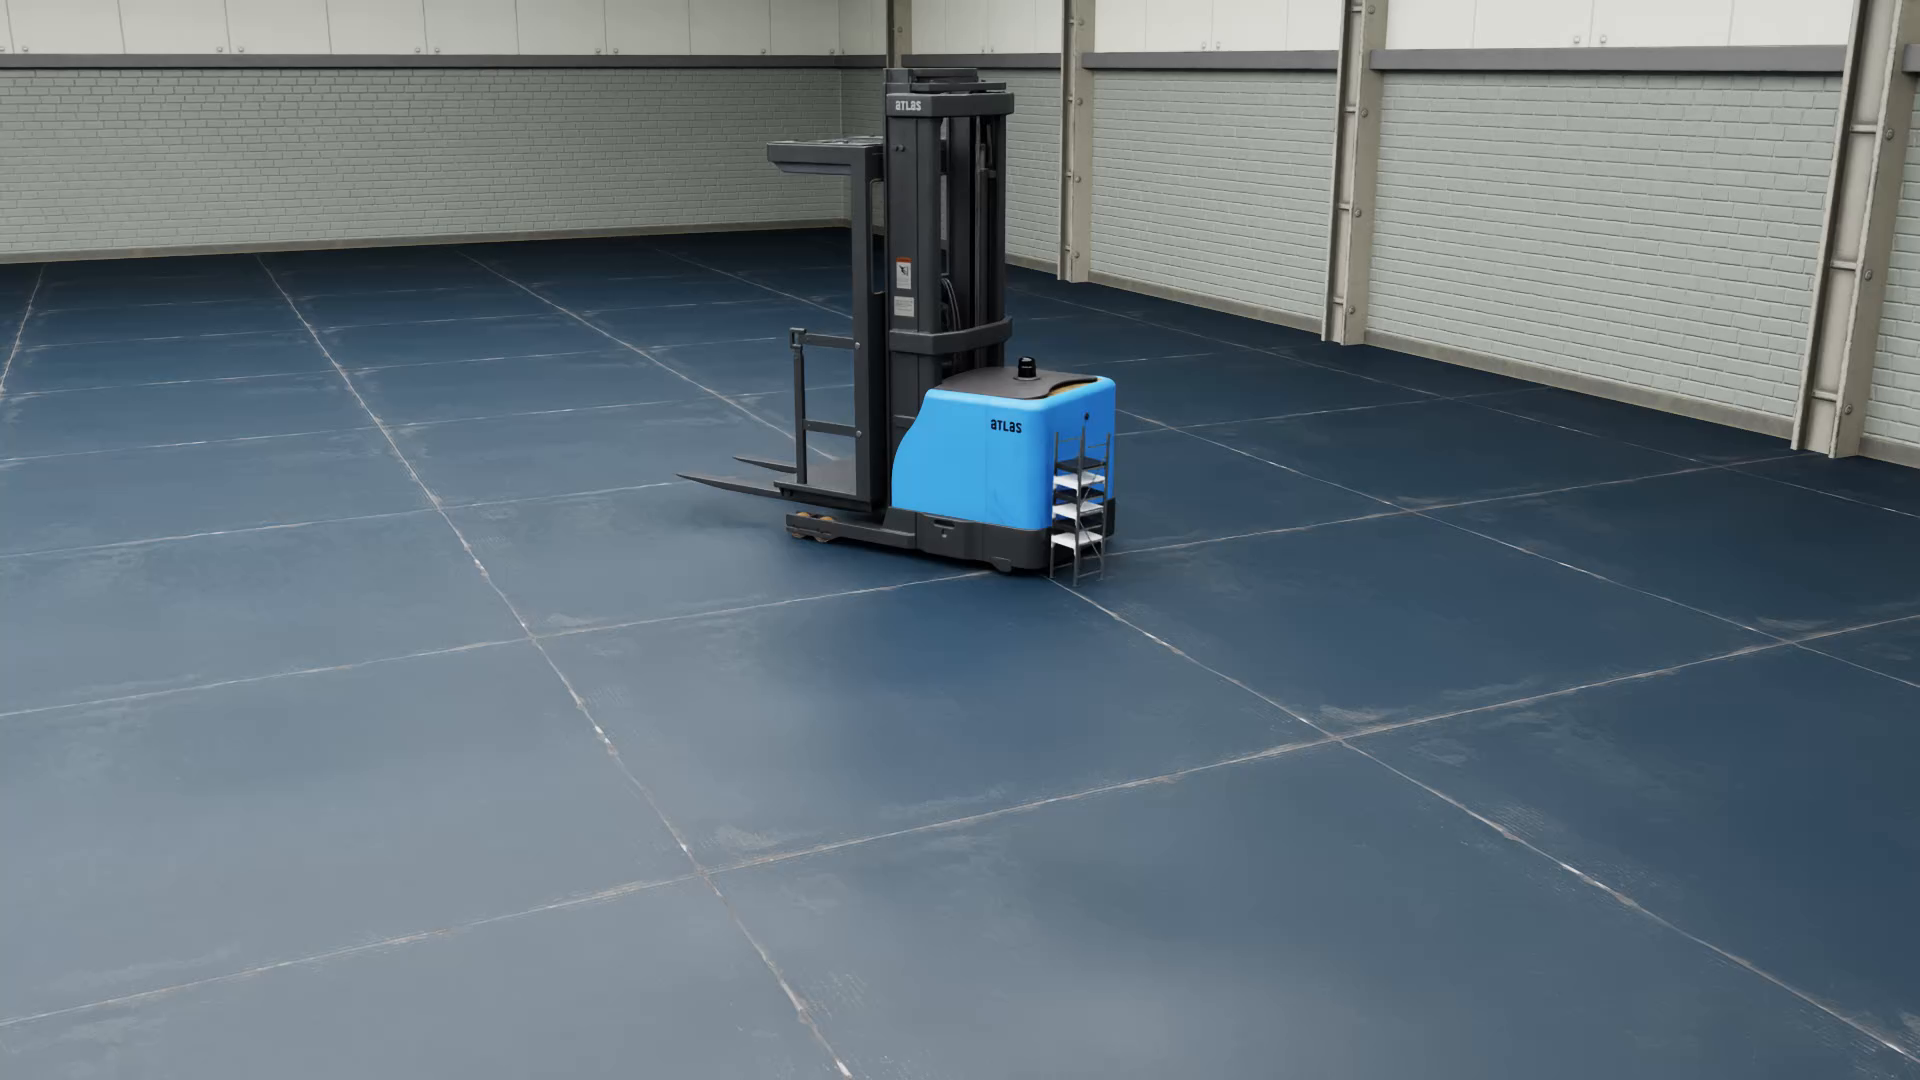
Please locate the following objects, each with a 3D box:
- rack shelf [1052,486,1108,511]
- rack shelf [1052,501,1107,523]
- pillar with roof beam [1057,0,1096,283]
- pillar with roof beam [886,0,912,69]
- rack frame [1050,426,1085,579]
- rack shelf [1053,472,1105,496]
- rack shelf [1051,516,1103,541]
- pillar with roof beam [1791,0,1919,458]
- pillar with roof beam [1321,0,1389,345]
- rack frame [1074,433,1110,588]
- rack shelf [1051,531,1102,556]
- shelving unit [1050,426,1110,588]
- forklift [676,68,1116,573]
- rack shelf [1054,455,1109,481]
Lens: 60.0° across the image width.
[{"bbox_3d":[0.705,-0.248,9.769,0.258,0.077,0.200,-13,22,-39],"label":"rack shelf"},{"bbox_3d":[0.703,-0.163,9.795,0.258,0.077,0.200,-13,22,-39],"label":"rack shelf"},{"bbox_3d":[-2.260,-7.484,20.516,9.100,9.000,0.400,-8,18,-25],"label":"pillar with roof beam"},{"bbox_3d":[-4.888,-8.972,25.700,9.100,9.000,0.400,-8,18,-25],"label":"pillar with roof beam"},{"bbox_3d":[0.638,-0.219,9.859,0.240,0.900,0.006,-13,22,-39],"label":"rack frame"},{"bbox_3d":[0.706,-0.334,9.742,0.258,0.077,0.200,-13,22,-39],"label":"rack shelf"},{"bbox_3d":[0.701,-0.077,9.822,0.258,0.077,0.200,-13,22,-39],"label":"rack shelf"},{"bbox_3d":[2.997,-4.508,10.147,9.100,9.000,0.400,-8,18,-25],"label":"pillar with roof beam"},{"bbox_3d":[0.369,-5.996,15.332,9.100,9.000,0.400,-8,18,-25],"label":"pillar with roof beam"},{"bbox_3d":[0.770,-0.170,9.712,0.240,0.900,0.006,-13,22,-39],"label":"rack frame"},{"bbox_3d":[0.700,0.009,9.849,0.258,0.077,0.200,-13,22,-39],"label":"rack shelf"},{"bbox_3d":[0.704,-0.194,9.786,0.258,0.900,0.210,-13,22,-39],"label":"shelving unit"},{"bbox_3d":[-0.526,-1.503,10.675,3.031,2.935,1.130,10,19,32],"label":"forklift"},{"bbox_3d":[0.708,-0.420,9.715,0.258,0.077,0.200,-13,22,-39],"label":"rack shelf"}]
